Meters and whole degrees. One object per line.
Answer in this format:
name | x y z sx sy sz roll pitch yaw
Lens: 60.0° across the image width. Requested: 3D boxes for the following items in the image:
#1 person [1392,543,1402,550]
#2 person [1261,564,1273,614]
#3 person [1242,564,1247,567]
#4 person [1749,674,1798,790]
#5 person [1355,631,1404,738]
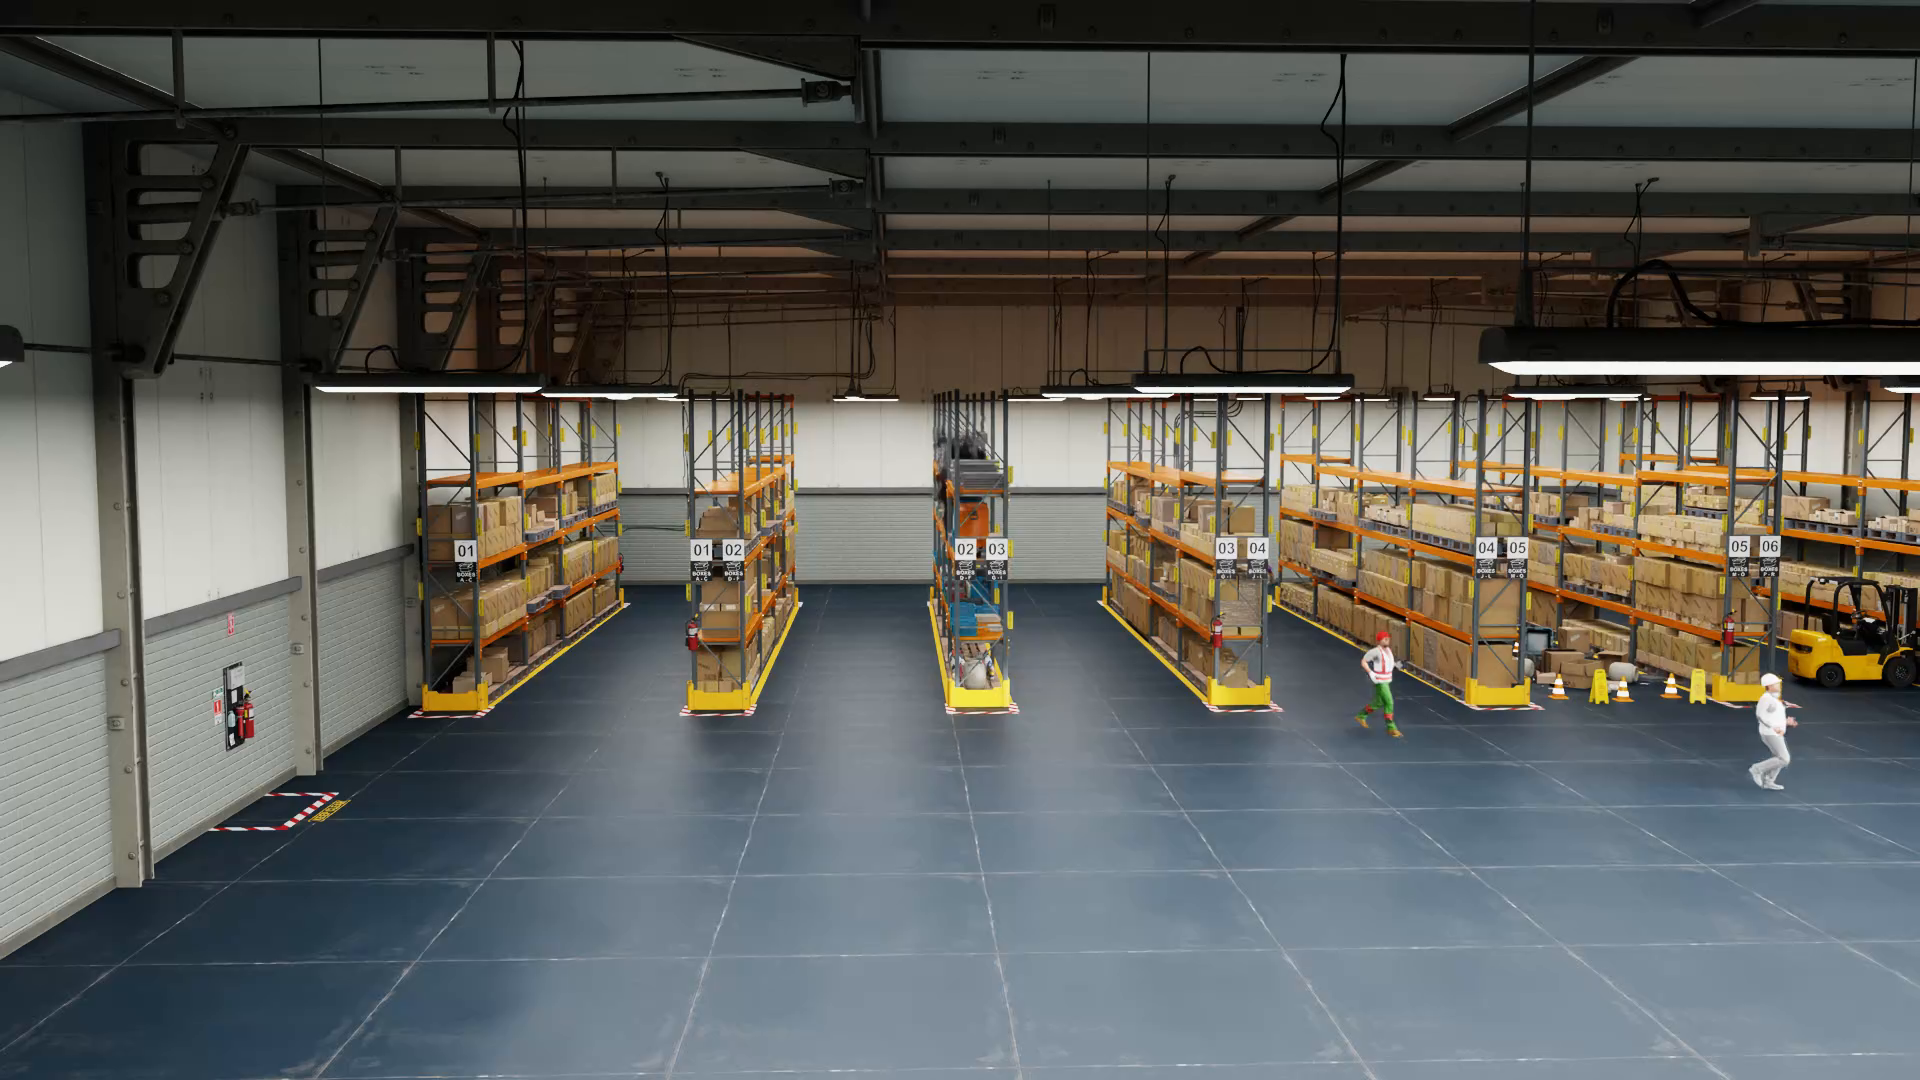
person | 13.038 0.882 49.226 0.776 1.723 0.617 0 5 4
person | 8.061 1.229 44.603 0.707 1.757 0.803 0 5 -2
person | 7.900 1.112 45.848 0.670 1.823 0.762 0 5 6
person | 12.082 2.849 24.647 0.566 1.722 0.656 3 6 32
person | 7.301 2.471 28.847 0.928 1.805 0.615 4 6 39
